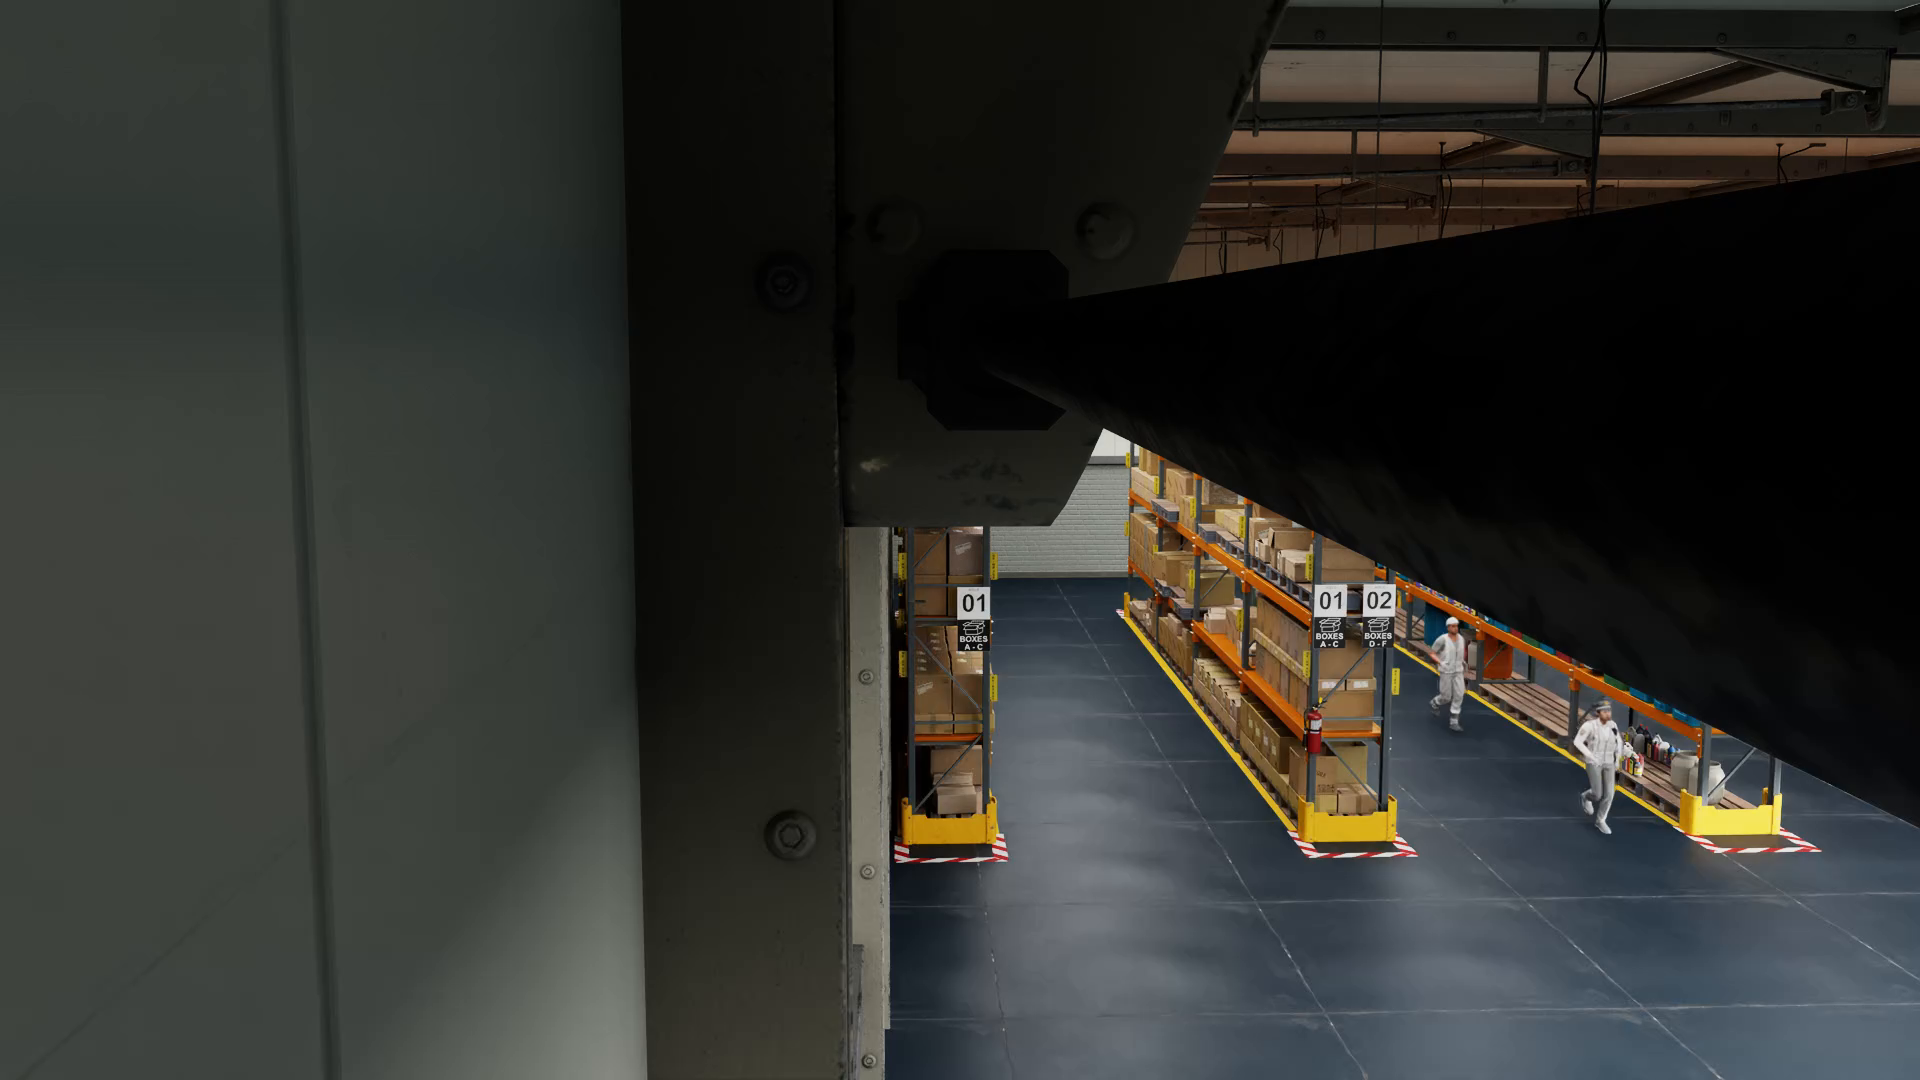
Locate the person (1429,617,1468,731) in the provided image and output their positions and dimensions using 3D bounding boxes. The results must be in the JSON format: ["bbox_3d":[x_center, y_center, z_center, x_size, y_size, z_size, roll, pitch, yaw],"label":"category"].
[{"bbox_3d":[7.742,2.088,26.258,0.667,1.763,0.860,-2,8,-13],"label":"person"}]

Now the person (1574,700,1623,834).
[{"bbox_3d":[8.101,2.831,21.084,0.657,1.678,0.624,0,7,-4],"label":"person"}]

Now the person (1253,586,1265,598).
[{"bbox_3d":[6.308,1.143,33.840,0.660,1.737,0.595,-2,8,-13],"label":"person"}]
